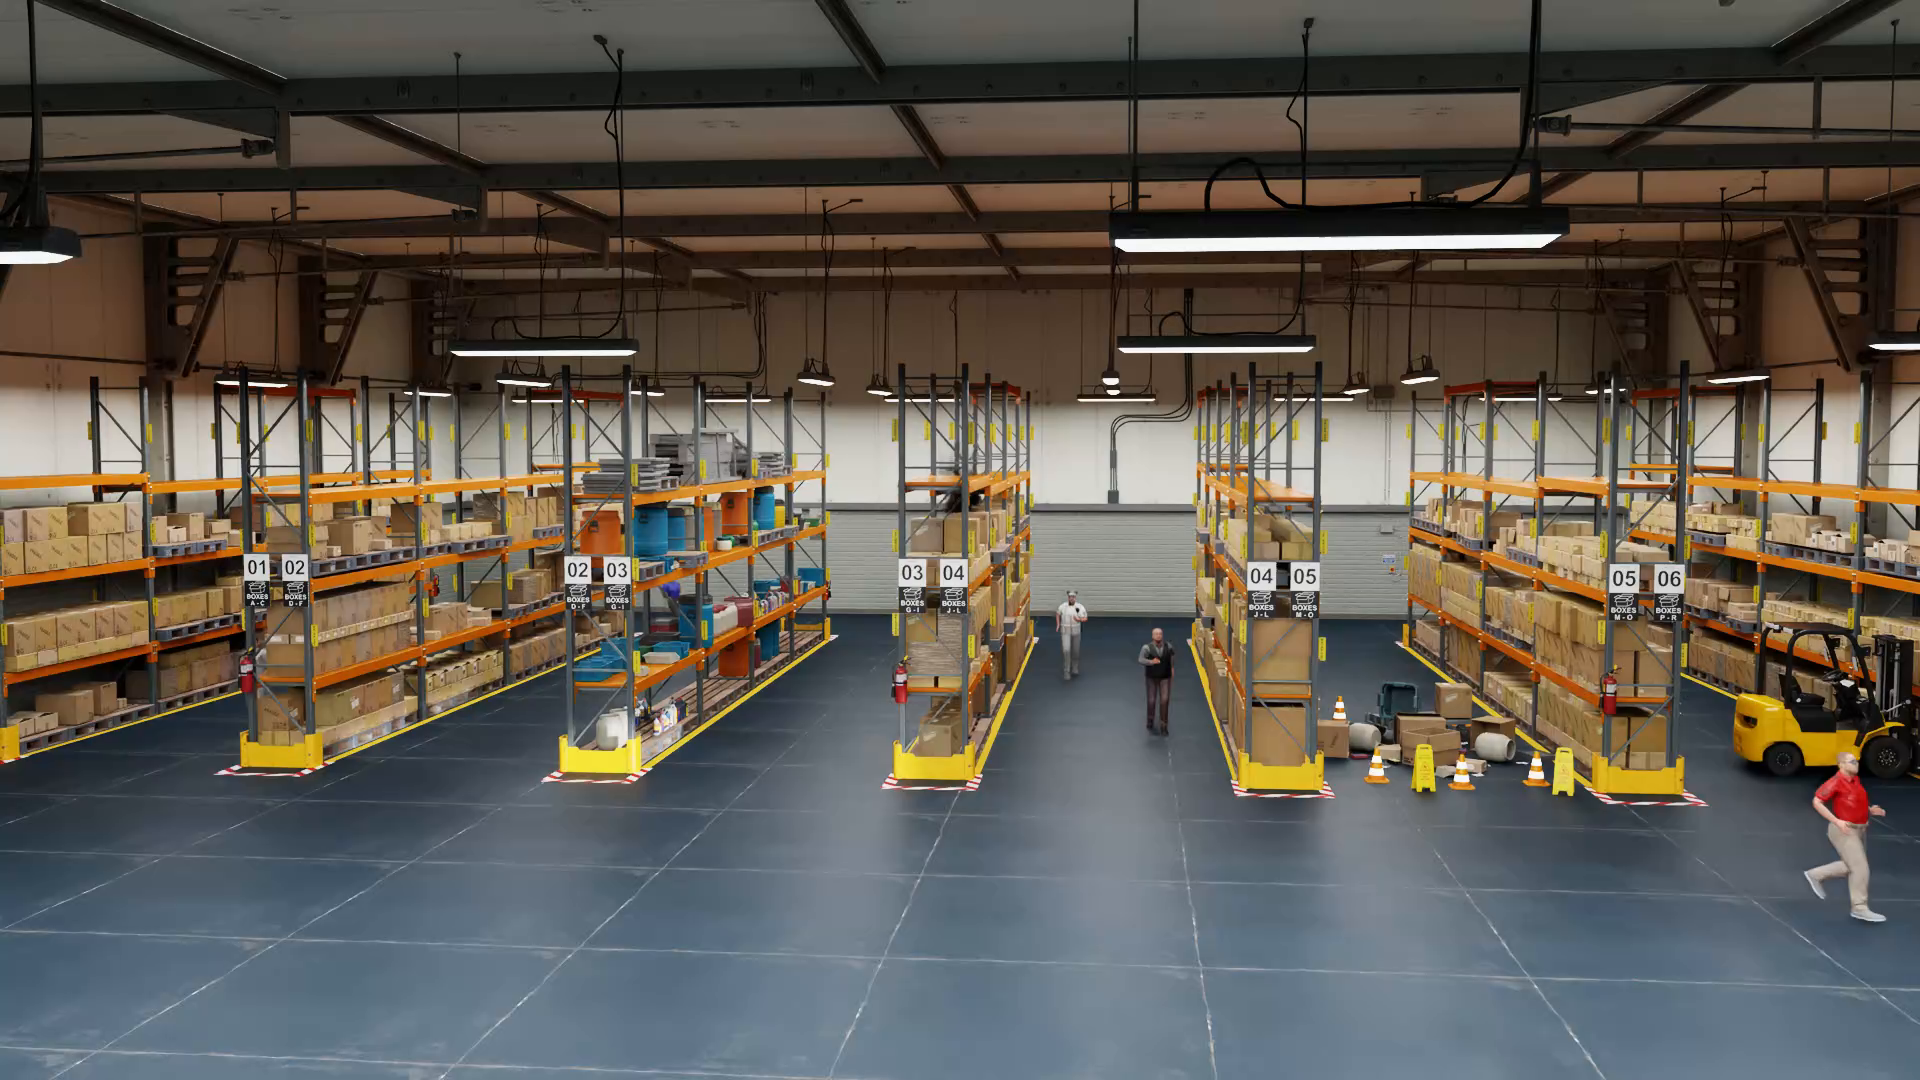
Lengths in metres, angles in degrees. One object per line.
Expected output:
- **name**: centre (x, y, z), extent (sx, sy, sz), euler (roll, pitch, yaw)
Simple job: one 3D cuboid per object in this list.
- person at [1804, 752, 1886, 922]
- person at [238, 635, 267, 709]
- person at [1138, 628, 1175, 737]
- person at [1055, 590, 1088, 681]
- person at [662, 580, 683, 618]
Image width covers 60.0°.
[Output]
- **person**: centre (9.198, 3.042, 17.266), extent (0.676, 1.694, 0.865), euler (-3, 5, -37)
- **person**: centre (-11.845, 2.393, 27.859), extent (0.539, 1.626, 0.541), euler (0, 4, -1)
- **person**: centre (3.288, 2.351, 27.763), extent (0.658, 1.775, 0.828), euler (0, 4, -1)
- **person**: centre (2.282, 1.918, 34.052), extent (0.650, 1.814, 0.915), euler (0, 4, 2)
- **person**: centre (-7.061, 1.598, 40.982), extent (0.616, 1.658, 0.640), euler (-3, 5, -36)
